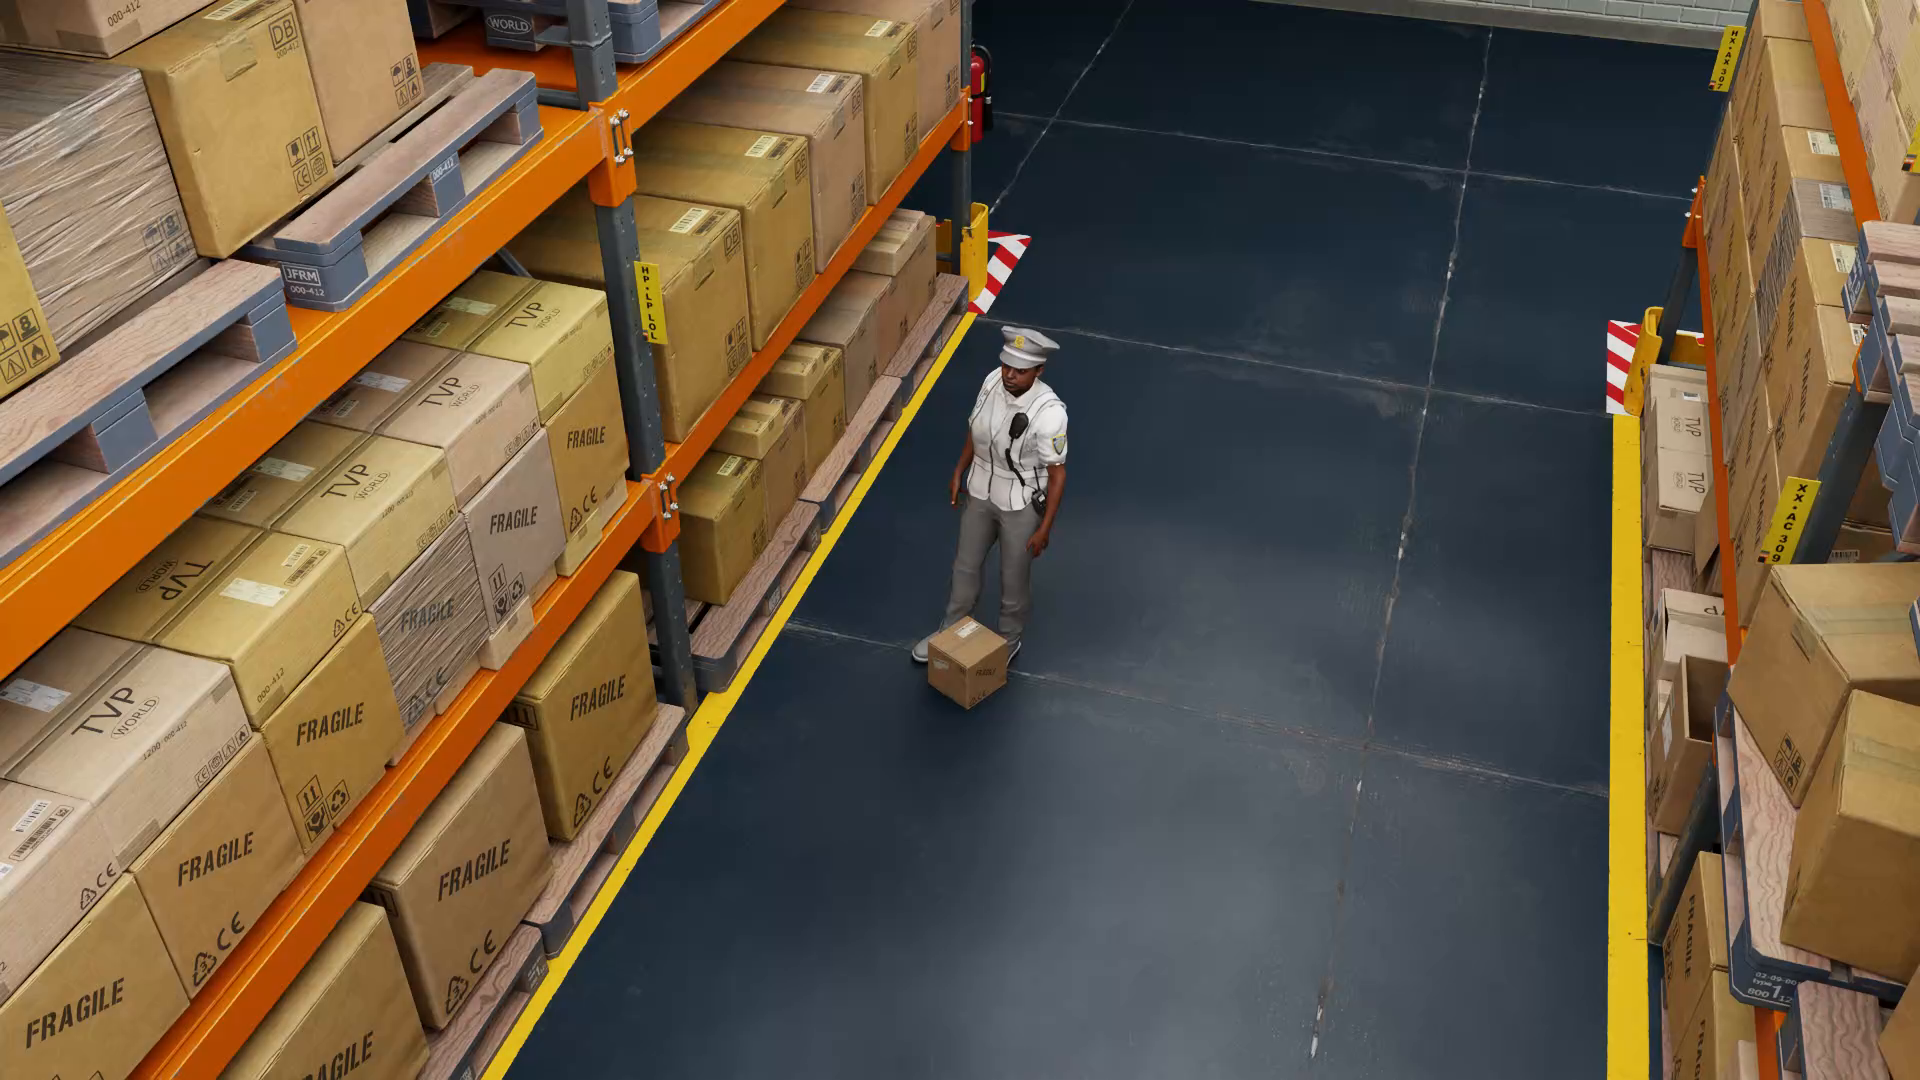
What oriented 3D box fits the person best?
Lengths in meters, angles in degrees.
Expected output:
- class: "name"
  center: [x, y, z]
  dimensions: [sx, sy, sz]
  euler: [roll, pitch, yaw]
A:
- class: "person"
  center: [0.144, -0.146, 7.040]
  dimensions: [0.569, 1.694, 0.530]
  euler: [29, 46, 33]
